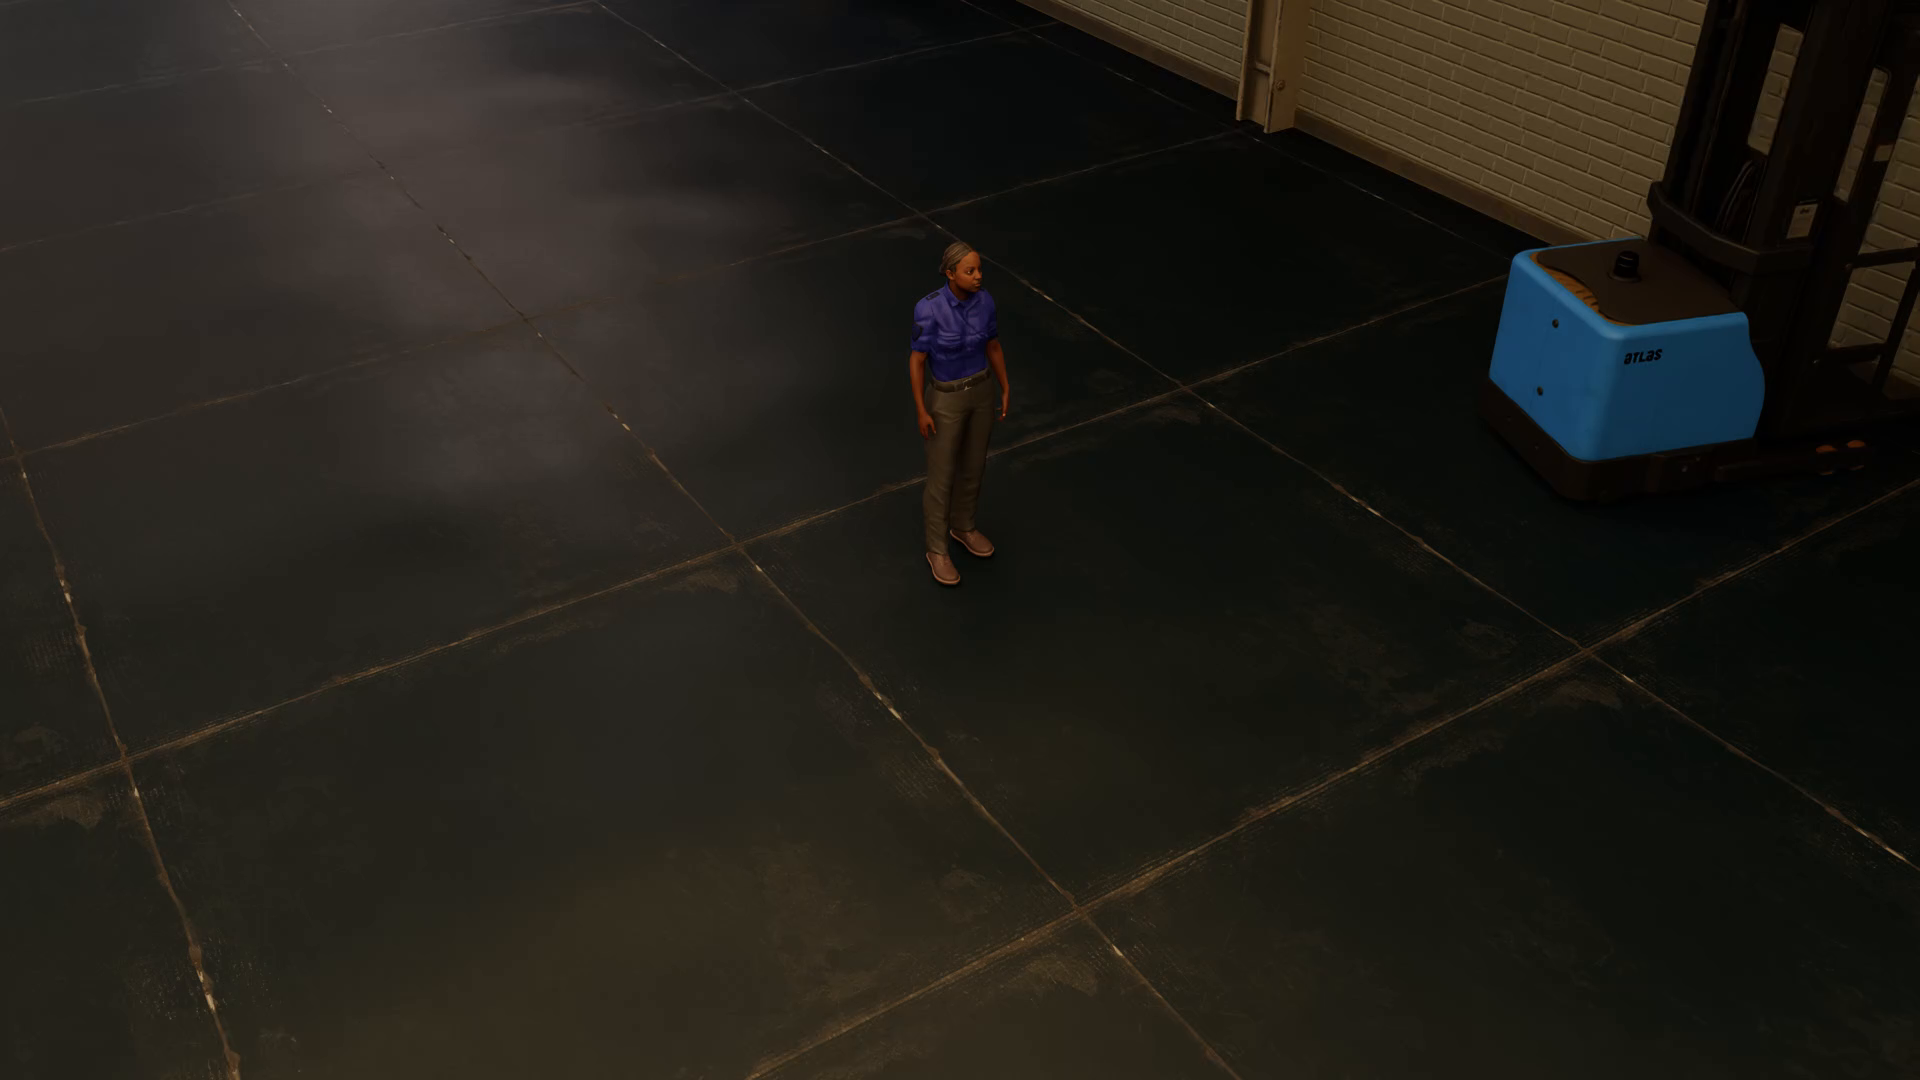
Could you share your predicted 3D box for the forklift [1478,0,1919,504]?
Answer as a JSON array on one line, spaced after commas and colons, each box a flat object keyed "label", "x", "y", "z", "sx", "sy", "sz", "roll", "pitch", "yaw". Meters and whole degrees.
[{"label": "forklift", "x": 4.575, "y": -1.845, "z": 8.773, "sx": 3.031, "sy": 2.935, "sz": 1.130, "roll": -8, "pitch": 36, "yaw": -12}]

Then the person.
[{"label": "person", "x": 0.031, "y": -0.635, "z": 8.148, "sx": 0.569, "sy": 1.656, "sz": 0.503, "roll": -21, "pitch": 40, "yaw": -27}]
